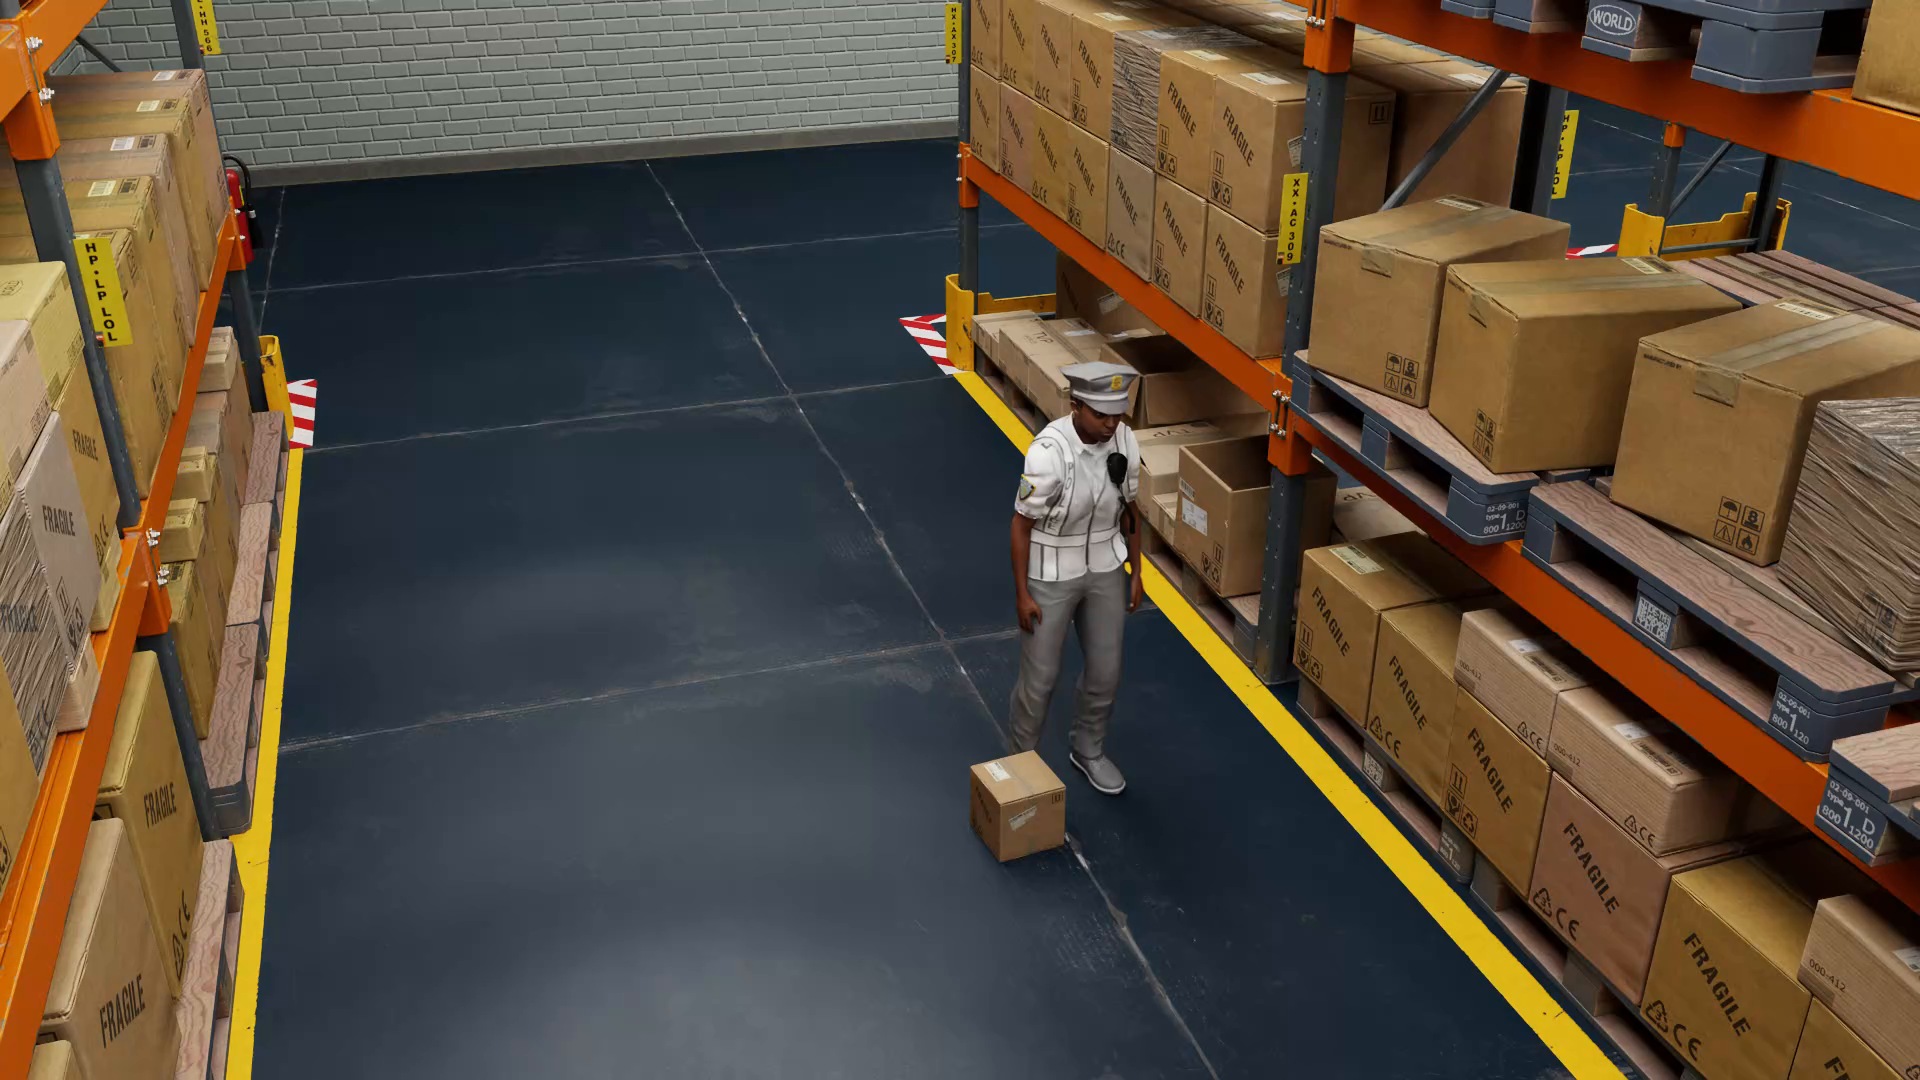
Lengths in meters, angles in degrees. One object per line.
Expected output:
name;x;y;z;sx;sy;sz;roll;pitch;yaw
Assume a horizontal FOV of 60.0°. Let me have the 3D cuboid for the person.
person;0.397;0.147;5.814;0.533;1.664;0.391;-11;28;-20
